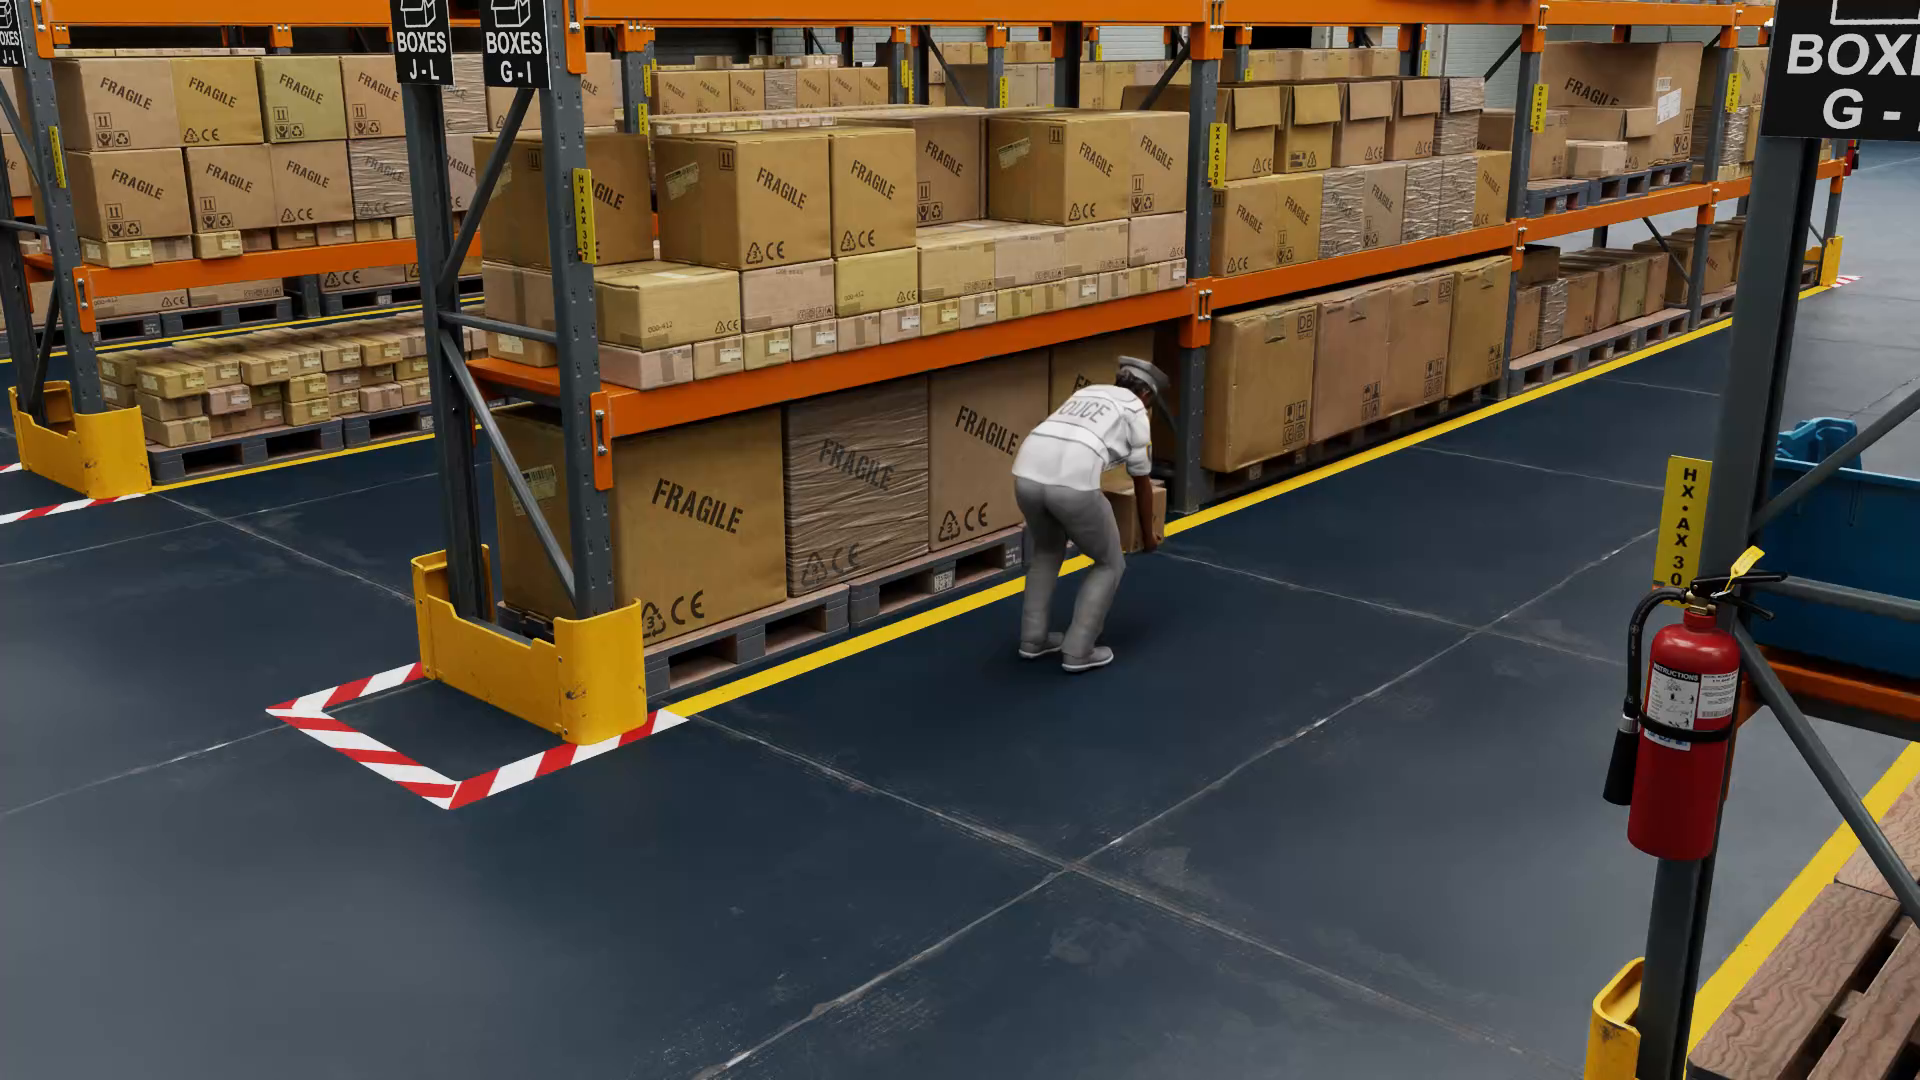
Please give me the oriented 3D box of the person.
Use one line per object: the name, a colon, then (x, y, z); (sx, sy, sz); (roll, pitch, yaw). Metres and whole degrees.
person: (0.585, -0.128, 7.164); (0.430, 1.257, 0.901); (14, 22, 38)
